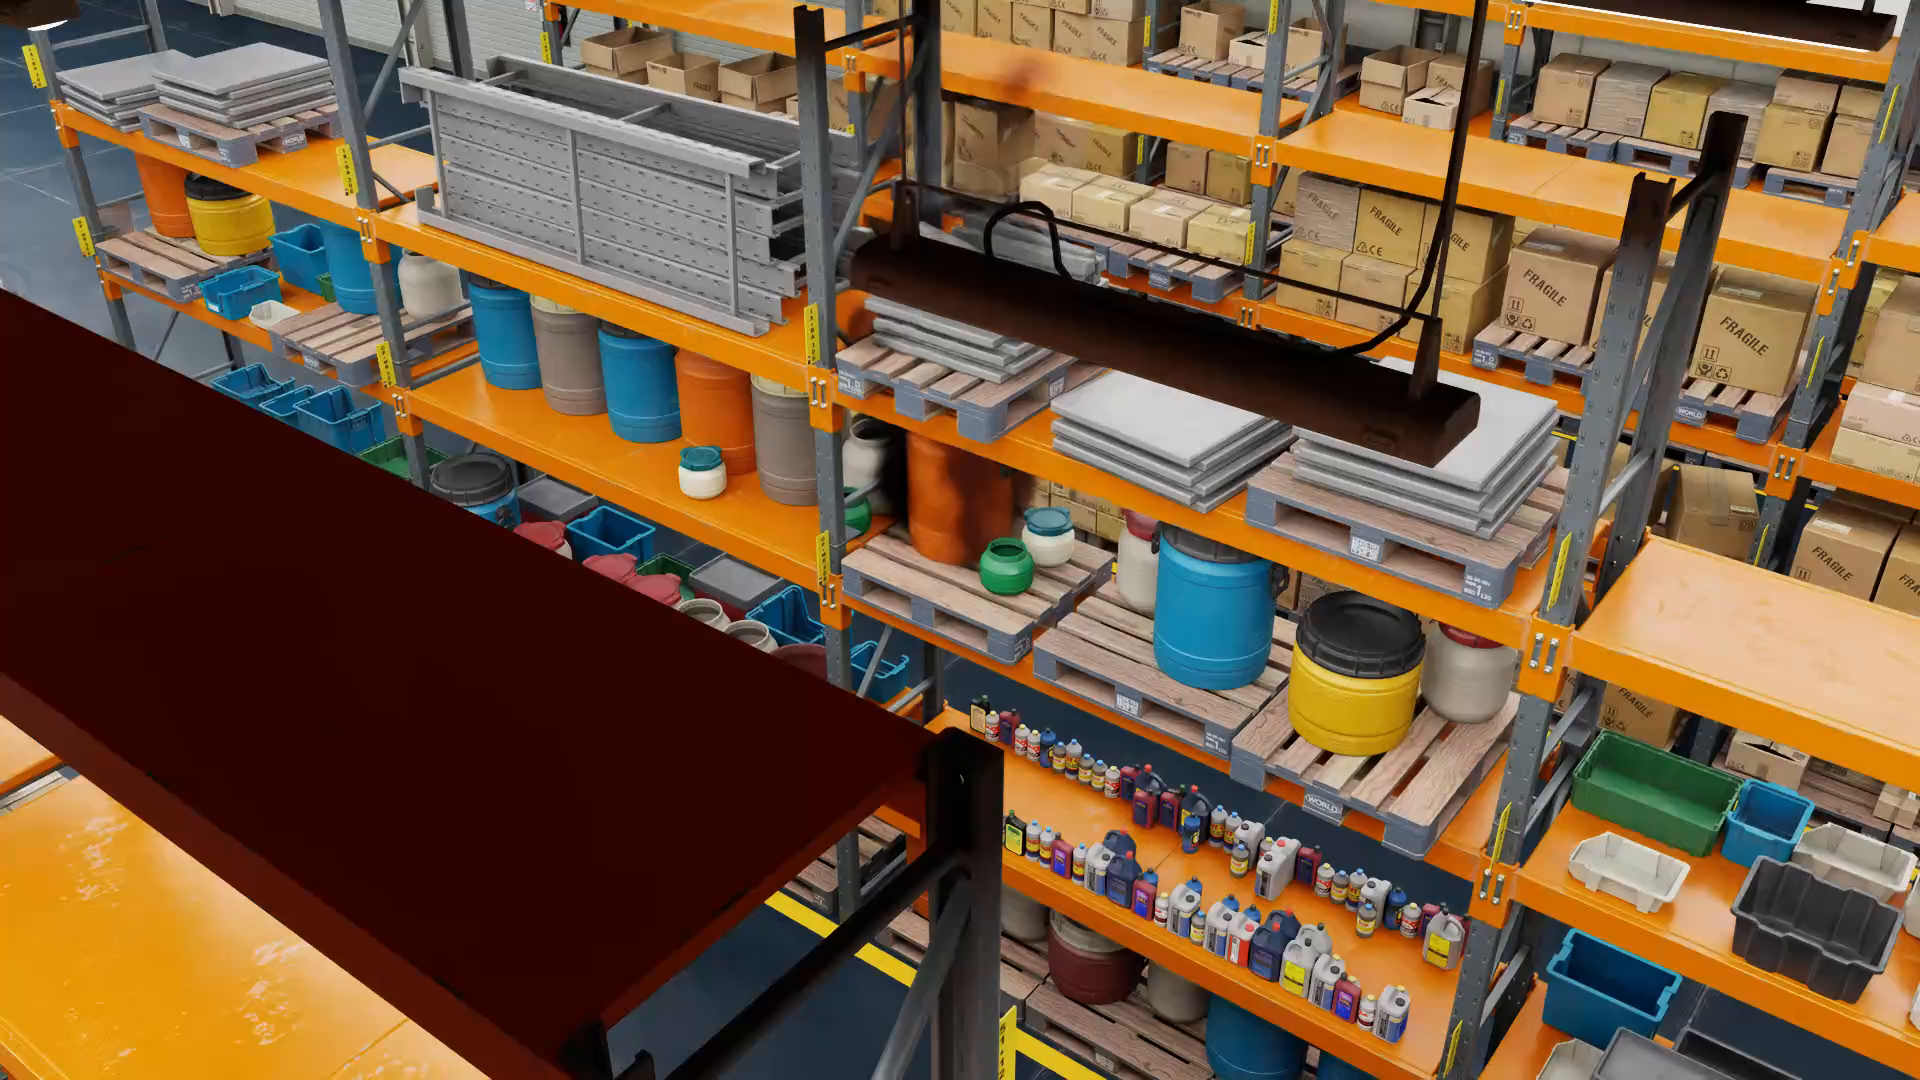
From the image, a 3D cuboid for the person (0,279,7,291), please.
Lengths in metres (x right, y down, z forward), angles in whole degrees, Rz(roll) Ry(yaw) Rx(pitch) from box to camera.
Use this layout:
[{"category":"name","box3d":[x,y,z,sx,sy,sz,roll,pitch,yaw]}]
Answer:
[{"category":"person","box3d":[-9.836,-2.122,17.083,0.708,1.742,0.659,-14,34,-21]}]
